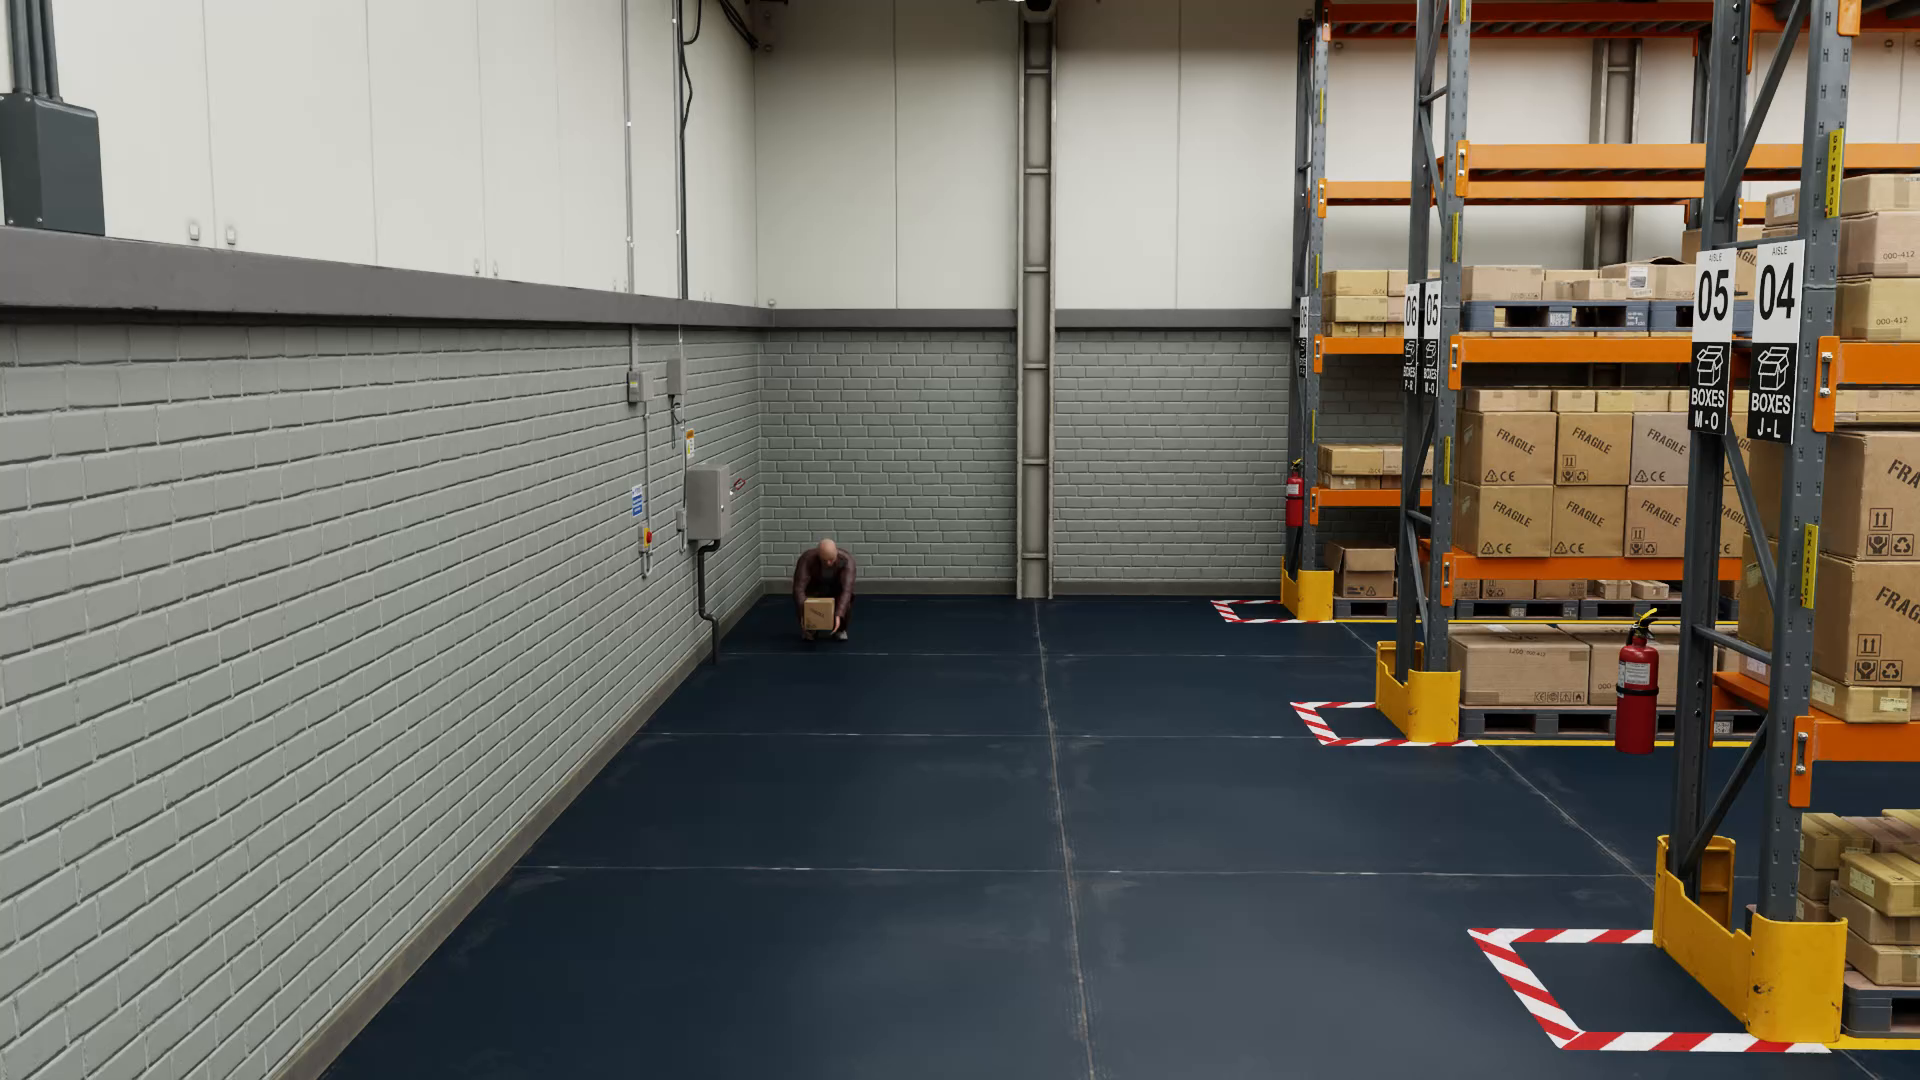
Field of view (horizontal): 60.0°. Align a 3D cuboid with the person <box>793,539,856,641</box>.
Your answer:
[{"bbox_3d":[-1.254,0.457,15.370,0.605,0.987,0.918,0,7,1],"label":"person"}]
